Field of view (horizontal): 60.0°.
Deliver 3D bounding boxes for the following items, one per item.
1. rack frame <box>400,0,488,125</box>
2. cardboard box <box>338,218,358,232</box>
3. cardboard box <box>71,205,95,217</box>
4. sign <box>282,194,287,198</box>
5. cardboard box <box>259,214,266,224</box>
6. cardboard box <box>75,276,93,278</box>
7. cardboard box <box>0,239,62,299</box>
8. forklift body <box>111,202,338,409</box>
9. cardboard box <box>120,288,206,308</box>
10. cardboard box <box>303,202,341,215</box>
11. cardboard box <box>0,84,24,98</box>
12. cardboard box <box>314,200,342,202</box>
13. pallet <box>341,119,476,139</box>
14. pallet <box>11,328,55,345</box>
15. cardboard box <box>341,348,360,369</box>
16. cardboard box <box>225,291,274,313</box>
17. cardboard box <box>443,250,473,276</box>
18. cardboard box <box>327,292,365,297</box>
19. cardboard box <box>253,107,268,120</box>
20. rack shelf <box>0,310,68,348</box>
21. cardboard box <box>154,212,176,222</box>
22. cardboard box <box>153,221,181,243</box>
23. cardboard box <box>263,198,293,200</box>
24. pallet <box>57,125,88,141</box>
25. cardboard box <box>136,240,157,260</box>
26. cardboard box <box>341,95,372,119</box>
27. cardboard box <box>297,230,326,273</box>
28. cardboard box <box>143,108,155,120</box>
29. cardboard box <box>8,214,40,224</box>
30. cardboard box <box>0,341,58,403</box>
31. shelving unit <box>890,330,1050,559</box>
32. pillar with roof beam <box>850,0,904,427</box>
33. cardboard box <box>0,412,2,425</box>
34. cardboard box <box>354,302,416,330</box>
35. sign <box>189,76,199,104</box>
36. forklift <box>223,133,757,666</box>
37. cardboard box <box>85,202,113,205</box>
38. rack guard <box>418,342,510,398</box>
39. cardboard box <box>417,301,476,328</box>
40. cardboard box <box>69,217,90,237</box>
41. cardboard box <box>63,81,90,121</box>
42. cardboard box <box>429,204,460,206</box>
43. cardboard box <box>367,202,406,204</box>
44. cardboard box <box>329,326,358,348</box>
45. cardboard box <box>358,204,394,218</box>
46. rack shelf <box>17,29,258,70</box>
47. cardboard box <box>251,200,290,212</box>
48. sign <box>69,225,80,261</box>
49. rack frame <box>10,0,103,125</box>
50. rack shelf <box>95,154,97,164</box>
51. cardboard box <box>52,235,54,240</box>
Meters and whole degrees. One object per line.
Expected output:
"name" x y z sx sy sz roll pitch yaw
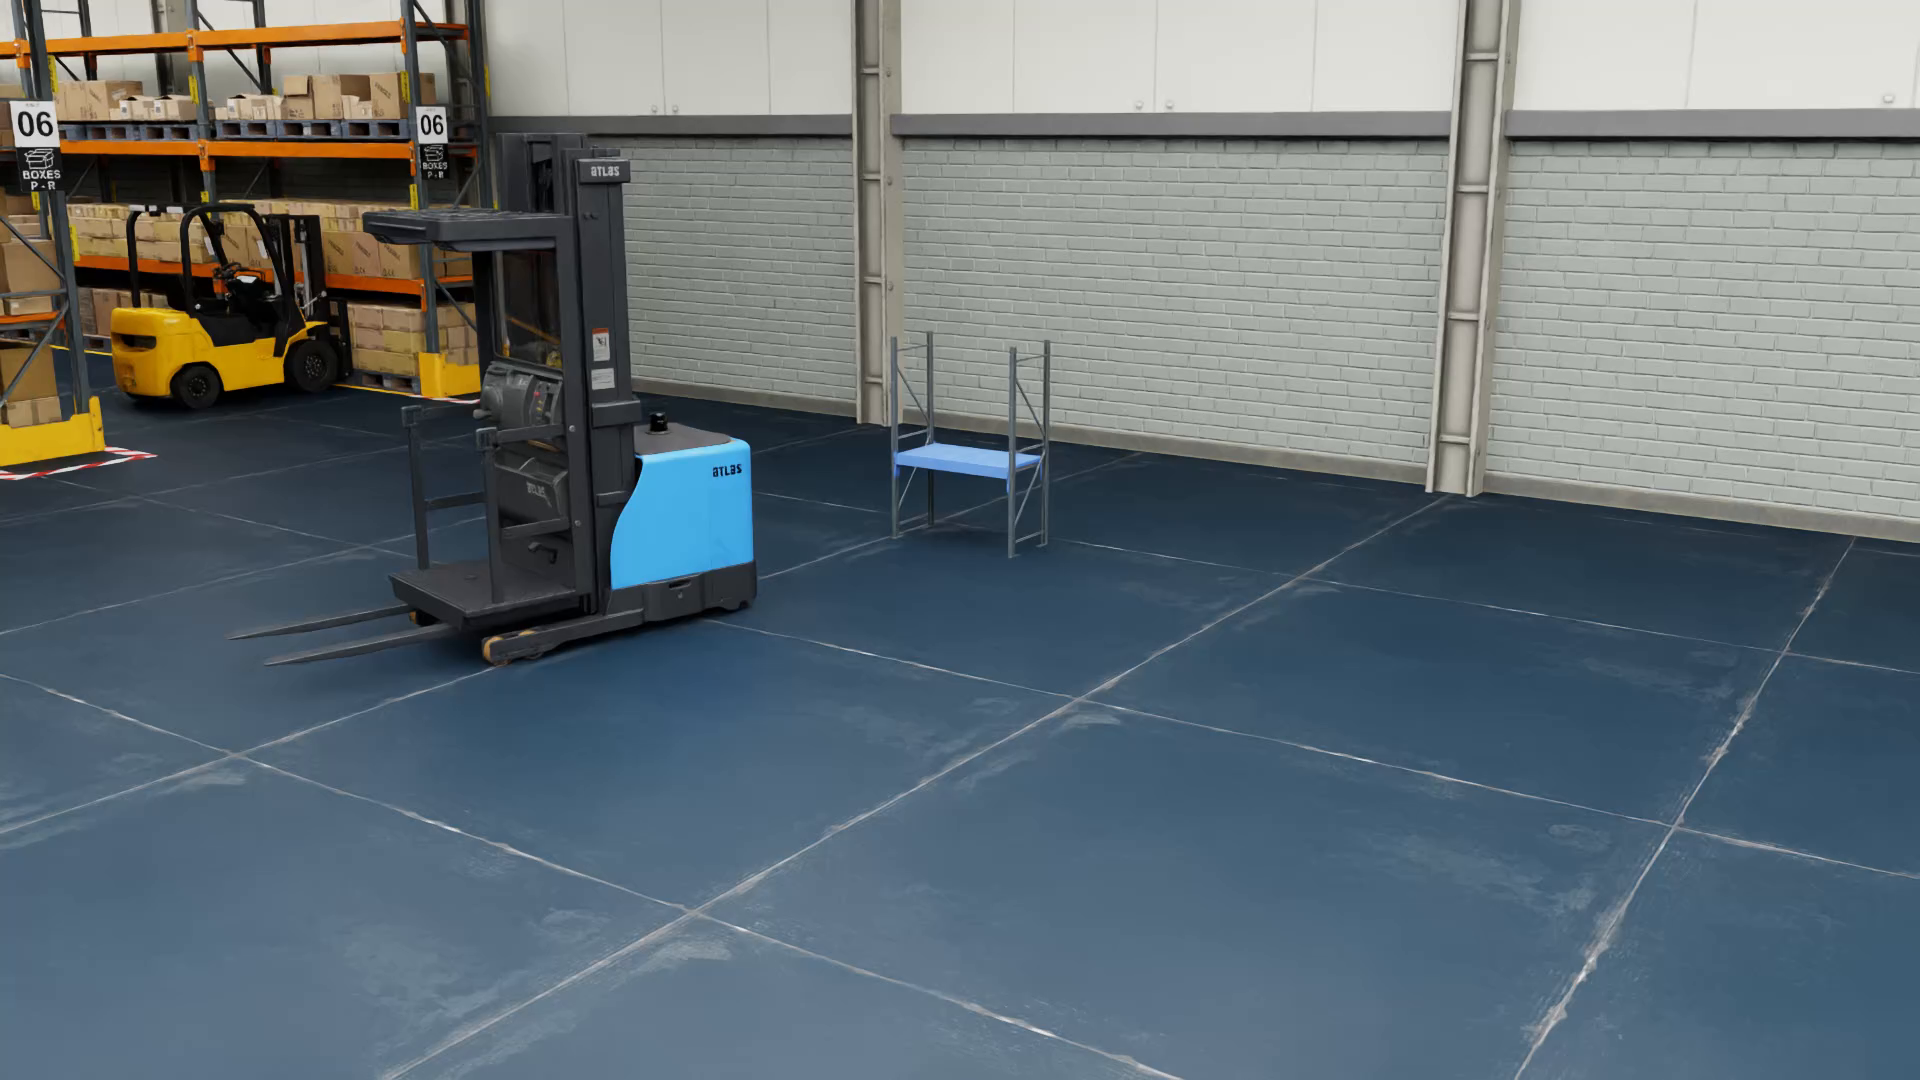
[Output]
"rack frame" -5.727 -6.113 18.292 0.127 3.000 1.000 9 17 33
"cardboard box" -7.028 -3.693 19.439 0.250 0.149 0.380 9 16 31
"cardboard box" -11.816 -4.471 22.585 0.250 0.149 0.380 10 17 34
"sign" -8.738 -4.307 21.514 0.005 0.325 0.100 9 17 33
"cardboard box" -8.318 -3.894 20.254 0.250 0.149 0.380 10 17 34
"cardboard box" -12.830 -3.752 24.218 0.250 0.149 0.380 10 17 35
"cardboard box" -8.733 -2.523 15.445 0.500 0.500 0.500 9 16 32
"forklift body" -8.319 -2.680 18.673 1.214 2.155 2.313 9 17 33
"cardboard box" -10.750 -3.063 22.520 0.625 0.625 0.875 8 16 31
"cardboard box" -7.618 -3.957 19.888 0.250 0.149 0.380 9 17 33
"cardboard box" -8.675 -4.021 14.943 0.250 0.149 0.380 9 17 32
"cardboard box" -7.754 -4.128 20.581 0.250 0.149 0.380 9 16 32
"pallet" -6.300 -4.714 19.067 1.213 0.211 1.003 9 17 33
"pallet" -12.964 -3.028 24.117 1.213 0.211 1.003 9 17 33
"cardboard box" -7.111 -2.208 19.848 0.500 0.250 0.500 9 17 33
"cardboard box" -8.820 -2.965 20.825 0.500 0.250 0.500 9 16 32
"cardboard box" -5.983 -3.372 19.493 0.500 0.500 0.500 10 17 35
"cardboard box" -7.689 -2.929 20.681 0.500 0.250 0.500 9 17 33
"cardboard box" -8.206 -5.100 19.883 0.250 0.149 0.380 10 17 34
"rack shelf" -10.154 -2.130 16.183 4.000 0.370 1.077 9 17 33
"cardboard box" -10.144 -4.186 21.432 0.250 0.149 0.380 9 16 31
"cardboard box" -10.027 -3.990 21.471 0.500 0.250 0.500 9 16 31
"cardboard box" -8.613 -4.263 21.124 0.250 0.149 0.380 9 17 33
"pallet" -11.752 -5.565 22.713 1.003 0.211 1.213 10 17 35
"cardboard box" -10.426 -3.819 21.822 0.500 0.250 0.500 9 17 33
"cardboard box" -6.795 -4.929 18.948 0.258 0.266 0.396 9 17 33
"cardboard box" -7.556 -3.469 19.885 0.500 0.500 0.500 9 17 33
"cardboard box" -10.128 -5.411 21.138 0.250 0.149 0.380 9 17 33
"cardboard box" -13.422 -4.482 23.625 0.500 0.250 0.500 8 16 30
"cardboard box" -9.029 -1.611 15.875 0.500 0.500 0.500 9 16 31
"shelving unit" 0.071 -0.717 12.097 1.048 1.500 0.538 9 17 33
"pillar with roof beam" -3.226 -4.723 12.677 0.400 9.000 9.100 9 17 33
"cardboard box" -9.335 -1.138 15.527 0.500 0.250 0.500 9 17 33
"cardboard box" -6.710 -2.623 19.443 0.500 0.250 0.500 10 17 34
"sign" -9.341 -5.488 20.277 0.005 0.325 0.100 9 17 33
"forklift" -2.733 -0.849 9.652 3.031 2.935 1.130 -12 18 -40
"cardboard box" -11.983 -4.634 23.243 0.250 0.149 0.380 10 17 35
"rack guard" -5.707 -1.985 19.300 0.348 0.500 1.175 9 17 33
"cardboard box" -6.020 -2.658 19.585 0.500 0.250 0.500 9 16 32
"cardboard box" -11.719 -4.268 22.595 0.500 0.250 0.500 10 17 35
"cardboard box" -11.426 -5.838 22.130 0.500 0.500 0.700 9 16 32
"cardboard box" -6.072 -3.845 19.435 0.250 0.149 0.380 10 17 35
"cardboard box" -6.904 -3.992 20.032 0.250 0.149 0.380 9 16 31
"cardboard box" -7.156 -2.450 19.788 0.500 0.250 0.500 9 16 32
"cardboard box" -6.761 -3.820 19.335 0.250 0.149 0.380 9 17 33
"rack shelf" -10.706 -6.375 21.677 4.000 0.370 1.077 9 17 33
"cardboard box" -8.463 -4.094 20.443 0.250 0.149 0.380 9 16 32
"sign" -8.192 -2.739 15.346 0.005 0.325 0.100 9 17 33
"rack frame" -12.365 -7.186 22.626 0.127 3.000 1.000 9 17 33
"rack shelf" -14.025 -5.649 24.156 4.000 0.370 1.077 9 17 33
"cardboard box" -12.134 -4.093 22.927 0.500 0.250 0.500 9 17 33
